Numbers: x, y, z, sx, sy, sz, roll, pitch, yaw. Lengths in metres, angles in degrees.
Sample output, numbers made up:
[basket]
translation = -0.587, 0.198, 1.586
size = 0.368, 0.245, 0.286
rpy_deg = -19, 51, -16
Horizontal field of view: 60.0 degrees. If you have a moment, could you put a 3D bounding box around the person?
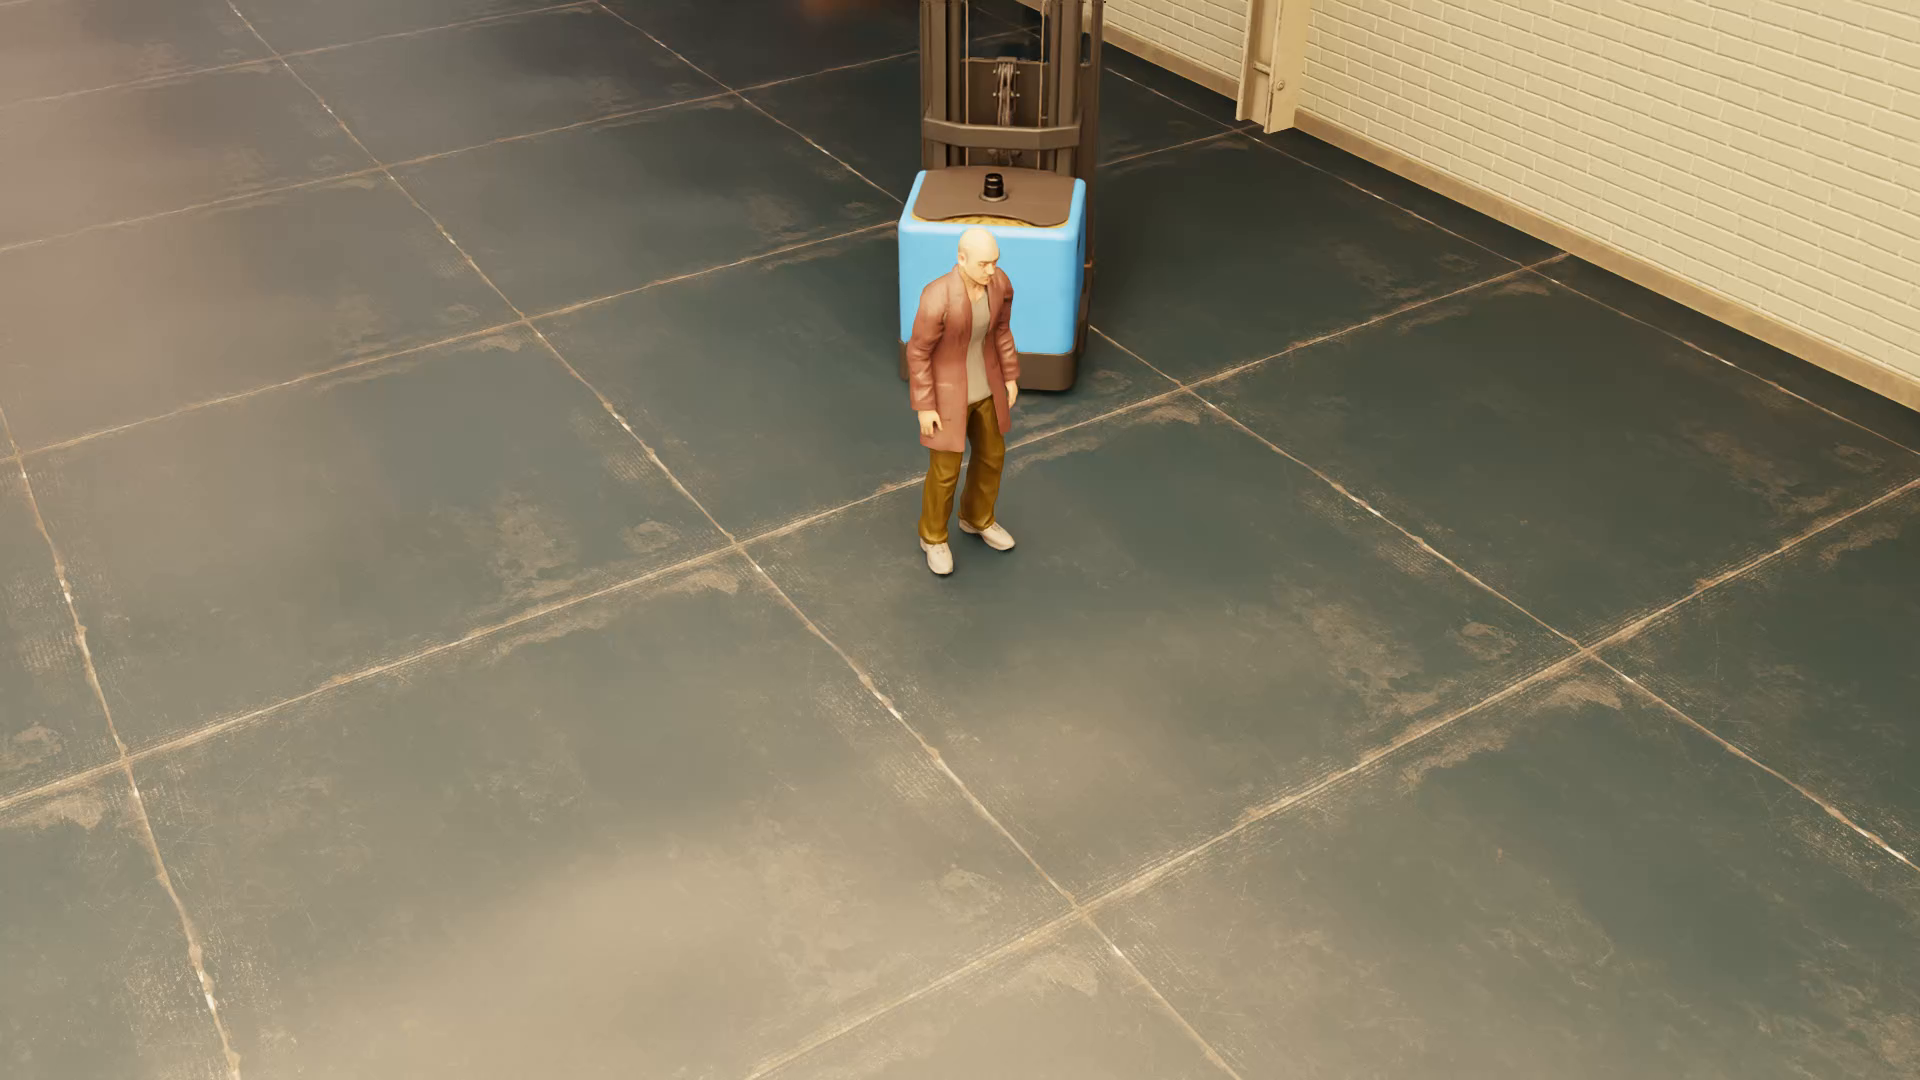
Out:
[person]
translation = 0.036, -0.716, 8.174
size = 0.645, 1.772, 0.434
rpy_deg = -23, 41, -29

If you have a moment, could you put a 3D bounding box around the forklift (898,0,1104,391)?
[forklift]
translation = 0.336, -2.915, 10.297
size = 1.130, 2.935, 3.031
rpy_deg = 4, 35, 6
